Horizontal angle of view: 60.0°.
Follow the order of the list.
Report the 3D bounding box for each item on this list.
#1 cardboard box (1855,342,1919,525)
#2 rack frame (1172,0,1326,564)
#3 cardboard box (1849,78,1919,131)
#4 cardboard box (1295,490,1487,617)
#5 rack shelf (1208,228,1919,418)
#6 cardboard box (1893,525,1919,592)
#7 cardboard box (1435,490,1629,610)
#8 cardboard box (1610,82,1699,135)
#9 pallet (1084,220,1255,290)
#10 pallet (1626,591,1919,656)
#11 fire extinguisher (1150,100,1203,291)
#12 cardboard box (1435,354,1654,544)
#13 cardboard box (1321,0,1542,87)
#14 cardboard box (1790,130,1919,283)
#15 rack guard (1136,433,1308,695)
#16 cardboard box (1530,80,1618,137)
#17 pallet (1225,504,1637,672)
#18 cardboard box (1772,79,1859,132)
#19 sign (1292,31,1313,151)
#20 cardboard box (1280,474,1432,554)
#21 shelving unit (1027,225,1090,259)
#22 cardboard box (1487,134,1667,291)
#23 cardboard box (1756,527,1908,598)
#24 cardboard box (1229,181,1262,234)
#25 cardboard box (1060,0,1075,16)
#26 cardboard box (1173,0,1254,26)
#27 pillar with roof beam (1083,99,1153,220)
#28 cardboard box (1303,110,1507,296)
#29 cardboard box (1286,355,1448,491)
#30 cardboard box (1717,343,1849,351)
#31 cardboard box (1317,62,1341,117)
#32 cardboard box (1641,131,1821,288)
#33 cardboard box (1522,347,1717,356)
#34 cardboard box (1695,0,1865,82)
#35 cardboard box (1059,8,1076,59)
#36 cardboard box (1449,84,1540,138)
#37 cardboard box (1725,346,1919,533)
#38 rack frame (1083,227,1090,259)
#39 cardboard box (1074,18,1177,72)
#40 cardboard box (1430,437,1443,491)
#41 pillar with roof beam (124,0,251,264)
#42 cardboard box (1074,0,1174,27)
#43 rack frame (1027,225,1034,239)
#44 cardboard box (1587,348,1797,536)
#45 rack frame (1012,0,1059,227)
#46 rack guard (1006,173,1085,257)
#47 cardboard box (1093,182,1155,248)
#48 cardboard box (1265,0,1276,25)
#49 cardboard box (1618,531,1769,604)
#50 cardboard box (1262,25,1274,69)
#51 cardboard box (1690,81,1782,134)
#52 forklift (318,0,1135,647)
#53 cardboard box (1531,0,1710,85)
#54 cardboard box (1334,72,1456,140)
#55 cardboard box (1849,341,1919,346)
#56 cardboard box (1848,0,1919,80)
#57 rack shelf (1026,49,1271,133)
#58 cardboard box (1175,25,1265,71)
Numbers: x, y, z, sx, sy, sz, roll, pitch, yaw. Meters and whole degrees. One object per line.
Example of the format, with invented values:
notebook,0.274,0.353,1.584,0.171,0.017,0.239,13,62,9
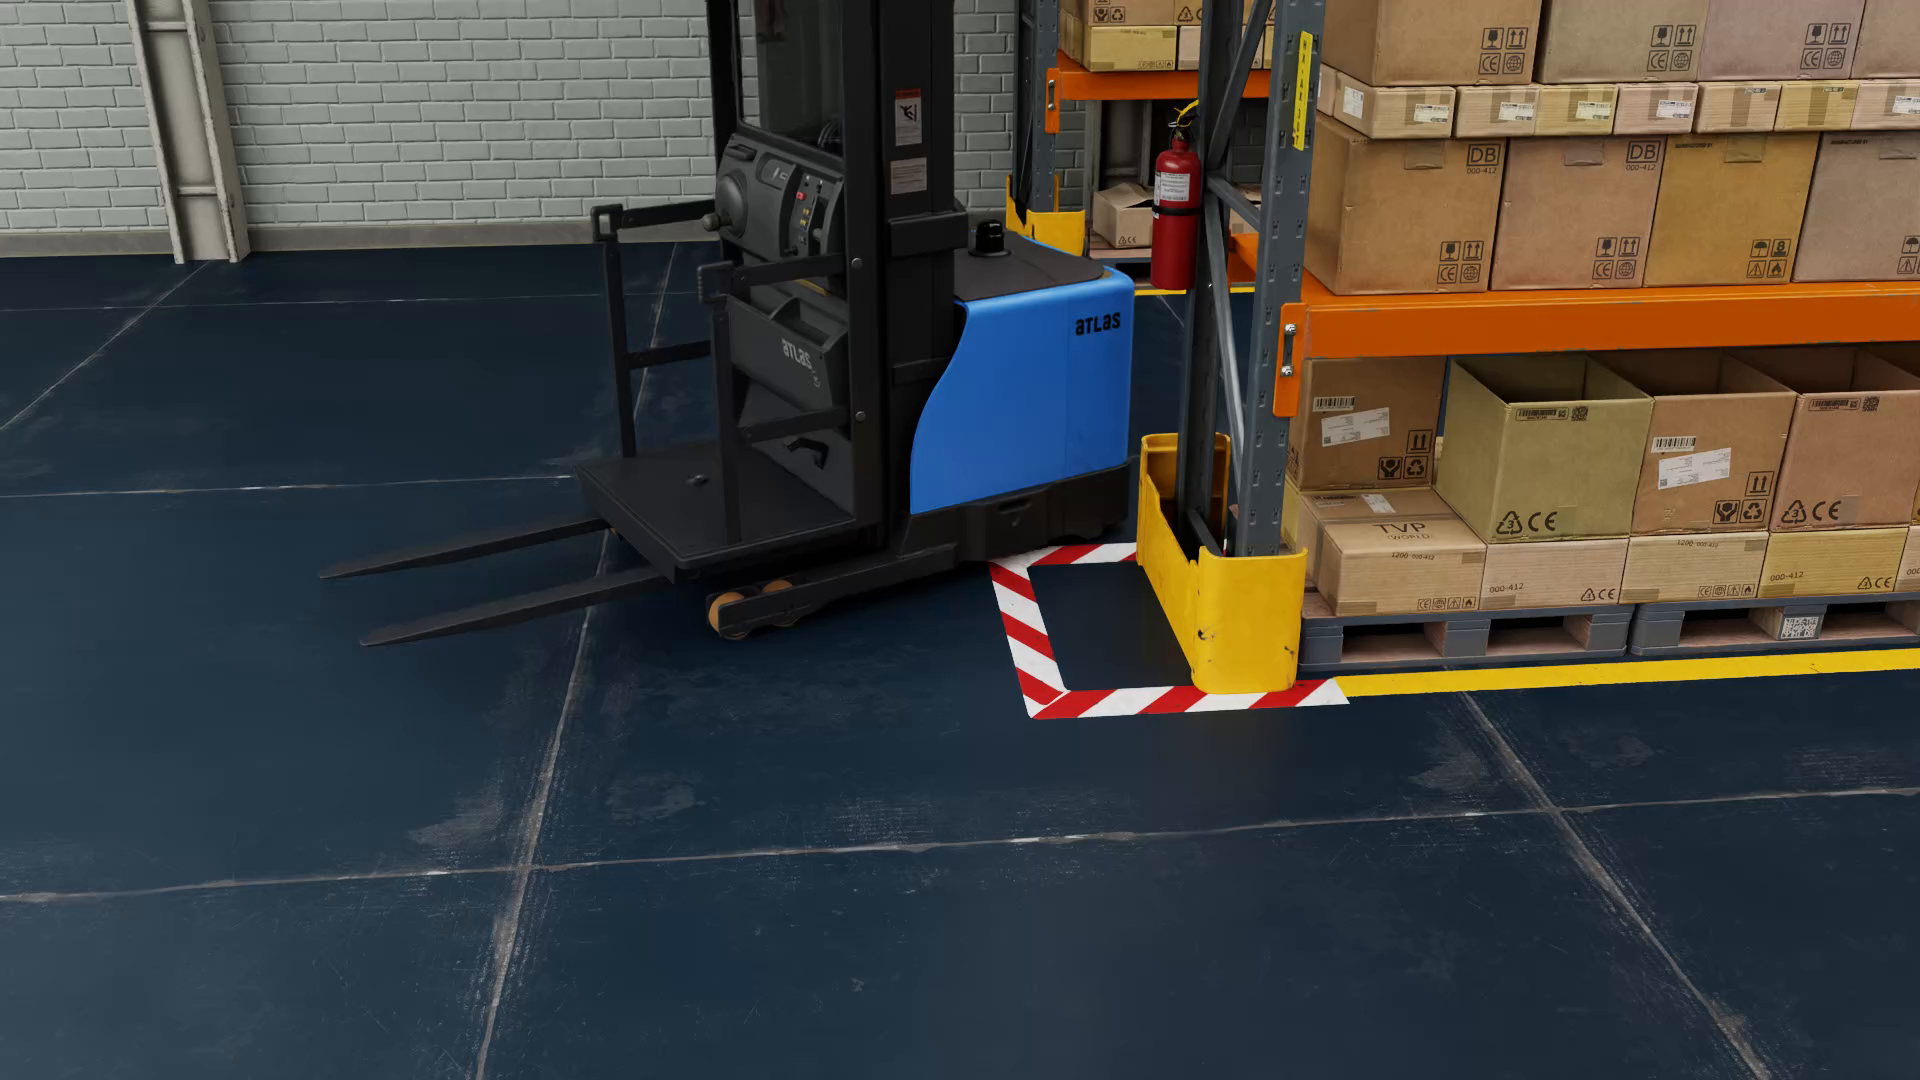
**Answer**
cardboard box,3.487,-0.387,5.873,0.500,0.500,0.500,-2,24,-5
rack frame,0.943,-1.093,5.516,0.127,3.000,1.000,-2,24,-5
cardboard box,2.884,-1.425,5.341,0.250,0.149,0.380,-2,24,-5
cardboard box,1.498,0.040,5.835,0.500,0.250,0.500,-2,24,-5
rack shelf,2.933,-0.844,5.842,4.000,0.370,1.077,-2,24,-5
cardboard box,3.489,-0.039,6.014,0.500,0.250,0.500,-2,24,-5
cardboard box,1.996,0.019,5.883,0.500,0.250,0.500,-2,24,-5
cardboard box,2.117,-1.394,5.271,0.250,0.149,0.380,-3,24,-6
pallet,1.340,-1.842,10.635,1.213,0.211,1.003,-2,24,-5
pallet,2.911,0.086,6.296,1.213,0.211,1.003,-2,24,-5
fire extinguisher,0.779,-1.241,5.944,0.183,0.674,0.296,-2,24,-5
cardboard box,1.996,-0.323,5.729,0.500,0.500,0.500,-2,24,-5
cardboard box,1.461,-1.747,5.267,0.500,0.500,0.700,-2,24,-5
cardboard box,2.949,-1.215,5.668,0.500,0.500,0.700,-2,24,-4
rack guard,0.919,0.050,6.022,0.348,0.500,1.175,-2,24,-5
cardboard box,1.865,-1.385,5.251,0.250,0.149,0.380,-2,24,-5
pallet,1.700,0.134,6.189,1.213,0.211,1.003,-2,24,-5
cardboard box,2.636,-1.416,5.321,0.250,0.149,0.380,-3,24,-6
sign,0.991,-1.300,4.819,0.005,0.325,0.100,-2,24,-5
cardboard box,1.447,-0.169,6.306,0.500,0.250,0.500,-2,24,-5
shelving unit,0.424,-0.848,7.365,0.252,1.050,0.215,4,24,9
cardboard box,1.931,-1.175,5.578,0.500,0.500,0.700,-2,24,-4
cardboard box,2.991,-0.019,5.968,0.500,0.250,0.500,-2,24,-5
cardboard box,1.717,-2.082,10.509,0.500,0.311,0.500,0,24,-1
cardboard box,0.900,-3.483,10.130,0.500,0.500,0.500,-3,24,-6
cardboard box,1.450,-3.292,9.699,0.500,0.500,0.500,-2,24,-5
pillar with roof beam,1.487,-4.474,5.737,0.400,9.000,9.100,-2,24,-5
cardboard box,1.409,-1.152,5.526,0.500,0.500,0.700,-2,24,-5
cardboard box,1.447,-0.513,6.156,0.500,0.500,0.500,-2,24,-5
cardboard box,2.939,-0.578,6.303,0.500,0.500,0.500,-2,24,-5
cardboard box,1.304,-1.527,5.572,0.250,0.149,0.380,-3,24,-6
cardboard box,2.425,-1.193,5.617,0.500,0.500,0.700,-2,24,-5
cardboard box,2.441,-0.559,6.259,0.500,0.500,0.500,-2,24,-5
cardboard box,2.486,-1.791,5.365,0.500,0.500,0.700,-2,24,-5
cardboard box,0.898,-3.133,10.265,0.500,0.250,0.500,-2,24,-4
cardboard box,1.617,-1.375,5.230,0.250,0.149,0.380,-3,24,-7
cardboard box,2.991,-0.361,5.815,0.500,0.500,0.500,-2,24,-5
rack frame,0.544,-0.840,7.346,0.008,1.050,0.200,4,24,9
cardboard box,0.969,-2.927,9.802,0.500,0.250,0.500,-3,24,-7
cardboard box,1.944,-0.194,6.362,0.500,0.250,0.500,-2,24,-5
pillar with roof beam,-4.484,-4.235,5.198,0.400,9.000,9.100,-2,24,-5
cardboard box,0.957,-3.276,9.664,0.500,0.500,0.500,-2,24,-5
rack frame,0.304,-0.857,7.385,0.008,1.050,0.200,4,24,9
cardboard box,2.492,-0.349,5.786,0.500,0.500,0.500,-2,24,-5
rack frame,0.452,-3.095,10.020,0.127,3.000,1.000,-2,24,-5
rack guard,0.528,-1.956,10.535,0.348,0.500,1.175,-2,24,-5
cardboard box,1.150,-2.059,10.458,0.500,0.311,0.500,-5,24,-11
cardboard box,1.964,-3.310,9.740,0.500,0.500,0.500,-3,24,-7
cardboard box,2.493,-0.001,5.928,0.500,0.250,0.500,-2,24,-5
cardboard box,1.992,-2.971,9.902,0.500,0.250,0.500,-3,24,-6
cardboard box,2.382,-1.406,5.298,0.250,0.149,0.380,-3,24,-7
forklift,-0.833,-1.228,5.904,3.031,2.935,1.130,-14,28,-29
cardboard box,1.984,-1.770,5.319,0.500,0.500,0.700,-3,24,-7
cardboard box,1.354,-1.364,5.203,0.250,0.149,0.380,-2,24,-6
cardboard box,3.436,-0.599,6.349,0.500,0.500,0.500,-2,24,-5
cardboard box,2.984,-1.811,5.411,0.500,0.500,0.700,-2,24,-5
rack shelf,2.442,-2.846,10.346,4.000,0.370,1.077,-2,24,-5
cardboard box,1.484,-2.953,9.862,0.500,0.250,0.500,-3,24,-7
